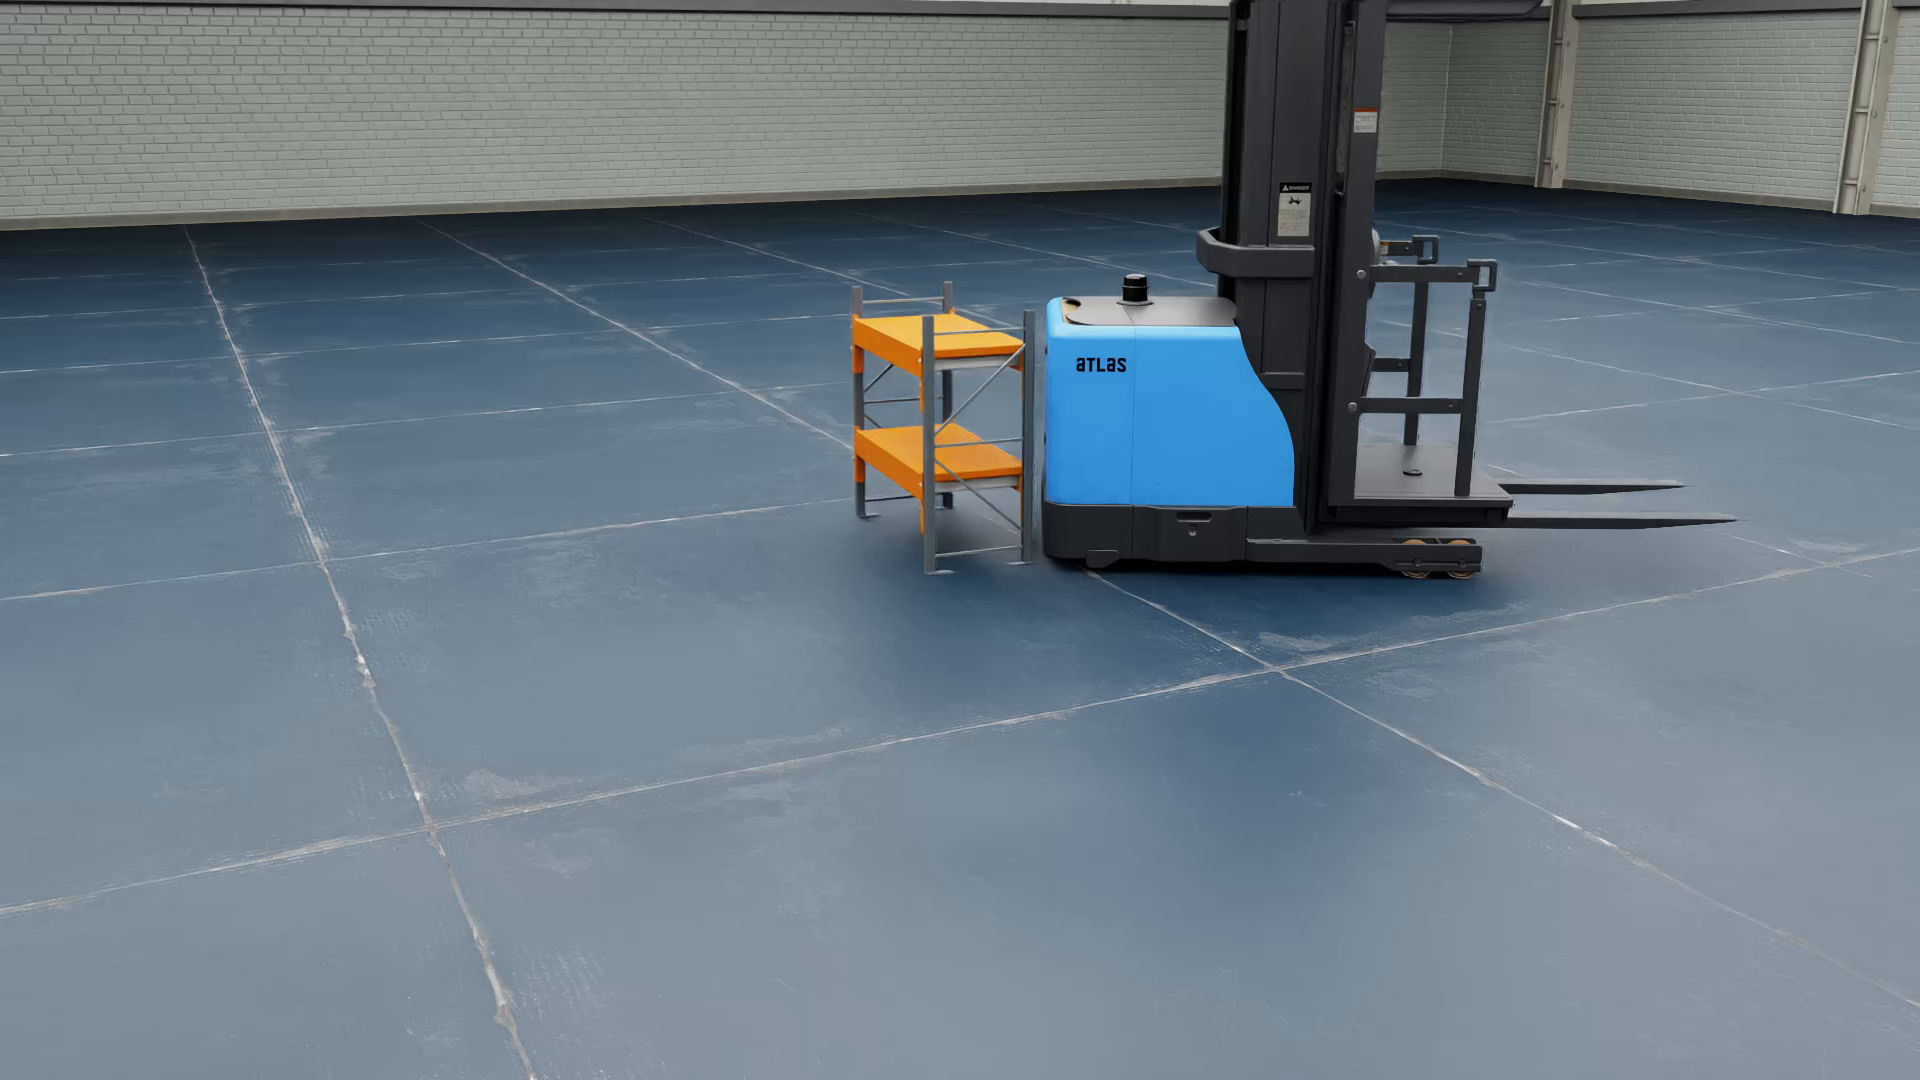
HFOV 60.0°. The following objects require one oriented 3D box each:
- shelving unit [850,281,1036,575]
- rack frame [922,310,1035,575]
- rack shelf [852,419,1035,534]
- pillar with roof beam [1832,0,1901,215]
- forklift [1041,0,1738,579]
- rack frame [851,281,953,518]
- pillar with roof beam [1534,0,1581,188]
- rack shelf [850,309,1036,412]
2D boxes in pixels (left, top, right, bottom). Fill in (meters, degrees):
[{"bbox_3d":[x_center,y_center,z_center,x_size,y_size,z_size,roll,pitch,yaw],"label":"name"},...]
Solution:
[{"bbox_3d":[-0.096,-0.547,7.617,0.538,1.125,1.048,-6,17,-20],"label":"shelving unit"},{"bbox_3d":[0.081,-0.415,7.159,0.500,1.125,0.032,-6,17,-20],"label":"rack frame"},{"bbox_3d":[-0.096,-0.312,7.684,0.538,0.278,1.000,-6,17,-20],"label":"rack shelf"},{"bbox_3d":[9.281,-8.623,21.484,9.100,9.000,0.400,-8,18,-25],"label":"pillar with roof beam"},{"bbox_3d":[1.896,-1.390,7.281,3.031,2.935,1.130,1,16,2],"label":"forklift"},{"bbox_3d":[-0.274,-0.678,8.074,0.500,1.125,0.032,-6,17,-20],"label":"rack frame"},{"bbox_3d":[6.653,-10.111,26.669,9.100,9.000,0.400,-8,18,-25],"label":"pillar with roof beam"},{"bbox_3d":[-0.096,-0.828,7.536,0.538,0.278,1.000,-6,17,-20],"label":"rack shelf"}]
